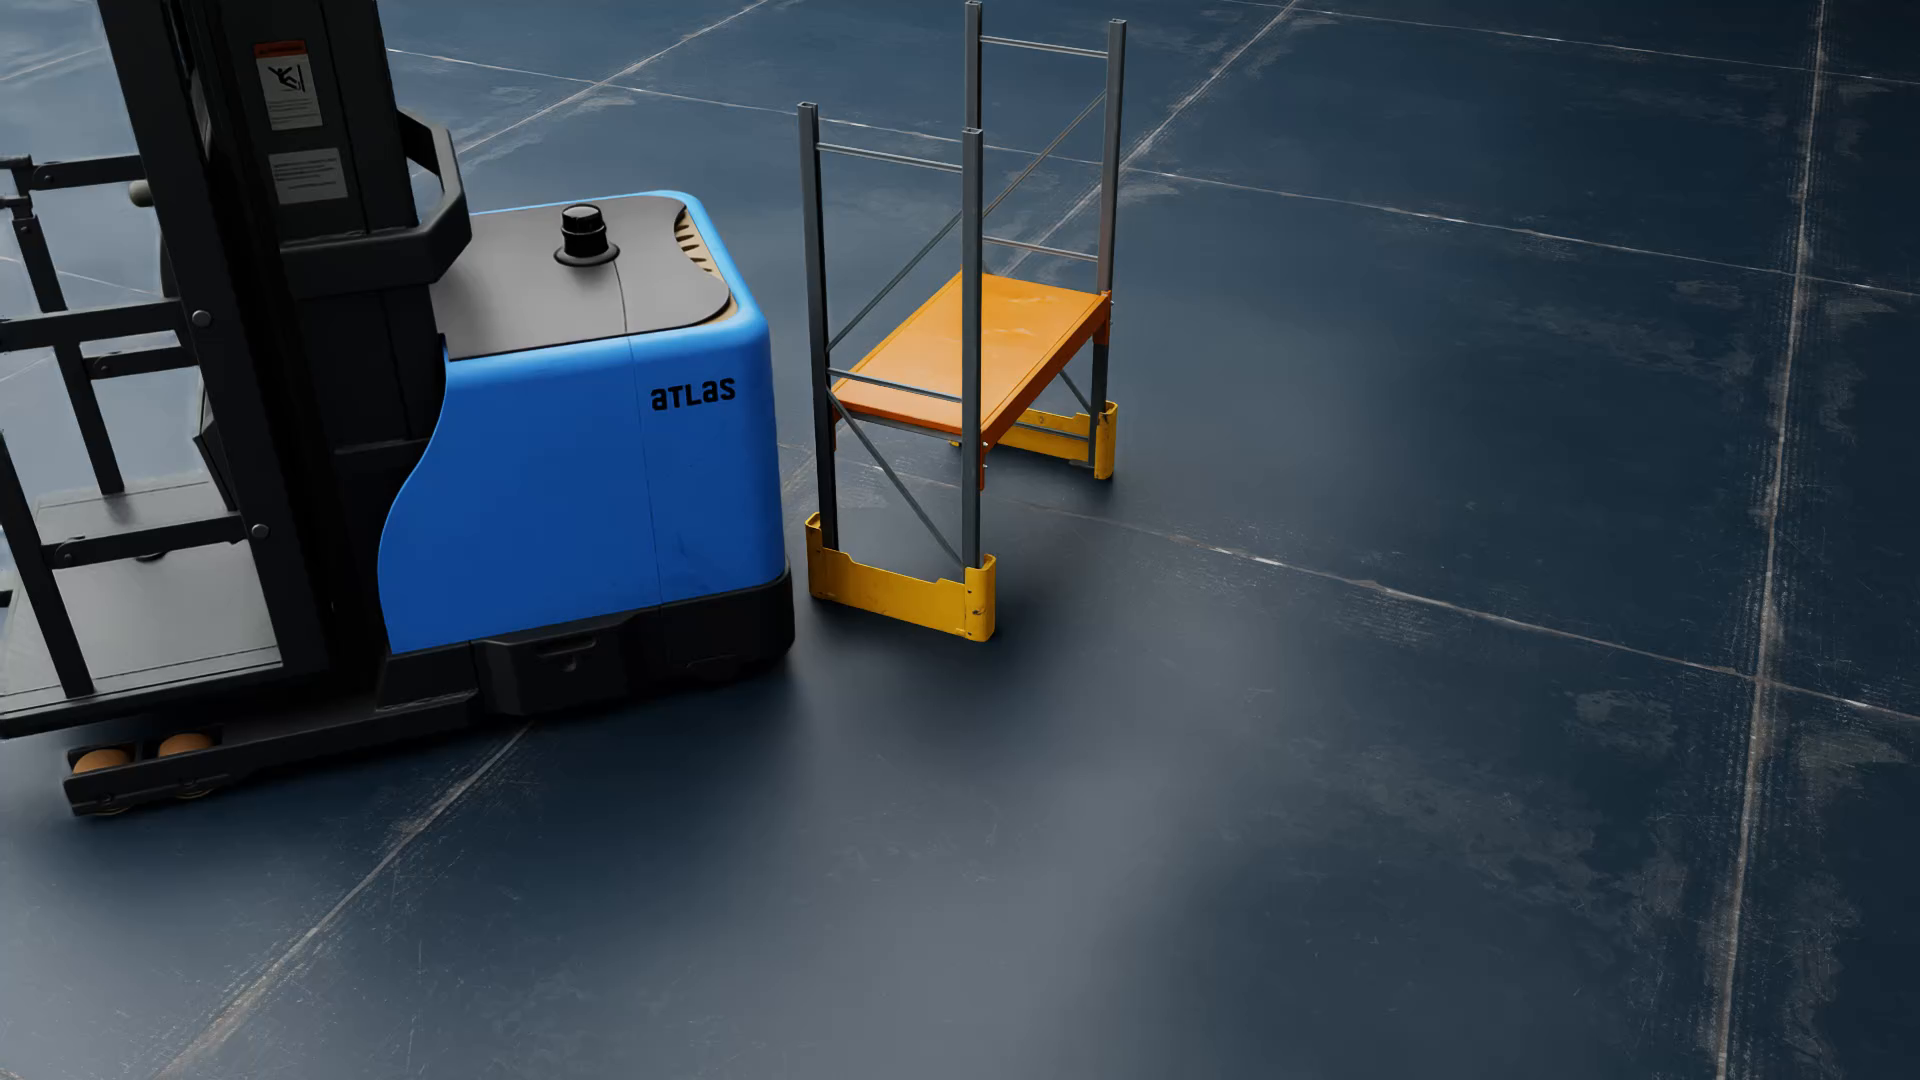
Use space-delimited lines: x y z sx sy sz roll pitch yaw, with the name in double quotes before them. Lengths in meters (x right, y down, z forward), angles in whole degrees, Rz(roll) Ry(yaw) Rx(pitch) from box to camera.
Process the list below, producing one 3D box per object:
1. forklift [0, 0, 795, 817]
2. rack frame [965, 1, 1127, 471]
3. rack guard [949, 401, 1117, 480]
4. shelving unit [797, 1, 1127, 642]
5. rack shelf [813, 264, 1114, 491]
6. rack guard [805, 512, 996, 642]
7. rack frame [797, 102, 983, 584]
"forklift" -2.040 -0.858 3.885 3.031 2.935 1.130 -11 35 -16
"rack frame" 0.248 -0.923 5.290 0.500 1.500 0.032 14 36 20
"rack guard" 0.240 -0.391 5.618 0.587 0.250 0.087 14 36 20
"shelving unit" 0.032 -0.665 4.897 0.587 1.500 1.083 14 36 20
"rack shelf" 0.036 -0.519 5.002 0.538 0.185 1.000 14 36 20
"rack guard" -0.176 0.106 4.861 0.587 0.250 0.087 14 36 20
"rack frame" -0.177 -0.417 4.517 0.500 1.500 0.032 14 36 20
